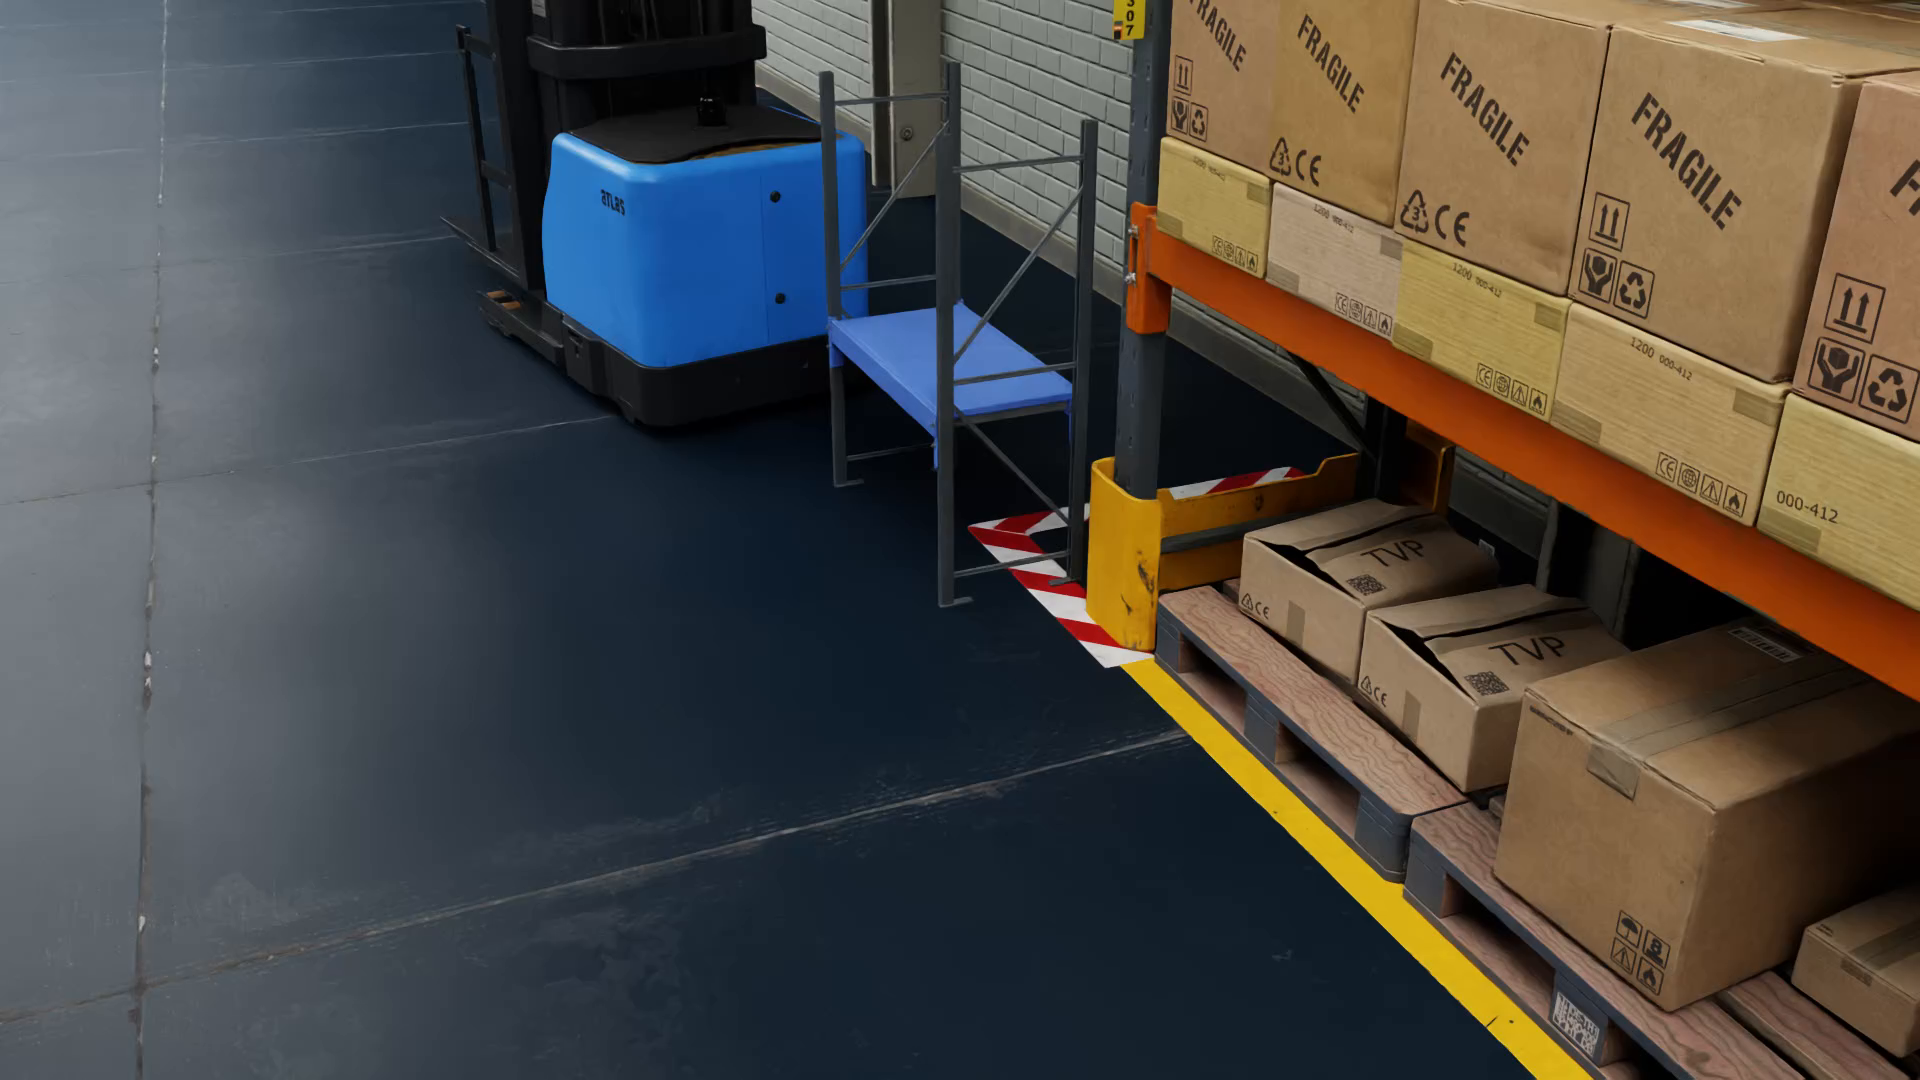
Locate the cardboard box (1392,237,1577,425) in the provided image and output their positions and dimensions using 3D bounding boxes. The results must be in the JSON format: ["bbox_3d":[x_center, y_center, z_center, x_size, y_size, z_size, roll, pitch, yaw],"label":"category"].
[{"bbox_3d":[1.265,-0.477,3.456,0.500,0.250,0.500,-11,28,-21],"label":"cardboard box"}]

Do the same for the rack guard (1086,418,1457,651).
[{"bbox_3d":[0.986,-0.047,5.276,1.175,0.500,0.348,-11,28,-21],"label":"rack guard"}]

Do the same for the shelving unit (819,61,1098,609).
[{"bbox_3d":[-0.033,-0.708,5.492,0.538,1.500,1.048,-11,28,-21],"label":"shelving unit"}]

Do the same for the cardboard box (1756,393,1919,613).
[{"bbox_3d":[1.659,-0.069,2.621,0.500,0.250,0.500,-11,28,-21],"label":"cardboard box"}]

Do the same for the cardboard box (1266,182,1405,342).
[{"bbox_3d":[1.071,-0.683,3.879,0.500,0.250,0.500,-11,28,-22],"label":"cardboard box"}]

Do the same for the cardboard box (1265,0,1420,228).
[{"bbox_3d":[1.051,-1.033,3.741,0.500,0.500,0.500,-10,28,-20],"label":"cardboard box"}]

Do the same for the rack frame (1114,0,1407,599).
[{"bbox_3d":[0.956,-1.200,4.790,1.000,3.000,0.127,-11,28,-21],"label":"rack frame"}]

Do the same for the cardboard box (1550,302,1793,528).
[{"bbox_3d":[1.461,-0.272,3.037,0.500,0.250,0.500,-10,28,-20],"label":"cardboard box"}]

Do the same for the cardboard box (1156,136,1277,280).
[{"bbox_3d":[0.855,-0.891,4.303,0.500,0.250,0.500,-11,28,-22],"label":"cardboard box"}]

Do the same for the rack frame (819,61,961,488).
[{"bbox_3d":[-0.233,-0.914,5.912,0.500,1.500,0.032,-11,28,-21],"label":"rack frame"}]

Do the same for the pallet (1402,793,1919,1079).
[{"bbox_3d":[1.745,0.909,3.648,1.003,0.211,1.213,-11,28,-21],"label":"pallet"}]

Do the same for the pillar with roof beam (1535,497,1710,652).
[{"bbox_3d":[-1.935,-3.023,1.684,9.100,9.000,0.400,-11,28,-21],"label":"pillar with roof beam"}]

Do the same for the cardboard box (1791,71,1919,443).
[{"bbox_3d":[1.665,-0.408,2.459,0.500,0.500,0.500,-11,28,-22],"label":"cardboard box"}]

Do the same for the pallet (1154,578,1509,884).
[{"bbox_3d":[1.271,0.417,4.655,1.003,0.211,1.213,-11,28,-21],"label":"pallet"}]

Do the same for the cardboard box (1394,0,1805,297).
[{"bbox_3d":[1.247,-0.824,3.312,0.500,0.500,0.500,-12,28,-22],"label":"cardboard box"}]

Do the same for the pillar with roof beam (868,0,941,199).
[{"bbox_3d":[-4.285,-5.445,6.645,9.100,9.000,0.400,-11,28,-21],"label":"pillar with roof beam"}]

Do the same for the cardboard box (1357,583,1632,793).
[{"bbox_3d":[1.367,0.335,4.208,0.500,0.311,0.500,-8,27,-16],"label":"cardboard box"}]

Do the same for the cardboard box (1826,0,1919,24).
[{"bbox_3d":[1.928,-0.709,3.077,0.500,0.500,0.500,-10,28,-20],"label":"cardboard box"}]

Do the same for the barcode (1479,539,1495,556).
[{"bbox_3d":[1.519,0.039,4.803,0.001,0.075,0.075,-11,28,-21],"label":"barcode"}]

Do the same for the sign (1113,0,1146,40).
[{"bbox_3d":[0.457,-1.496,4.409,0.100,0.325,0.005,-11,28,-21],"label":"sign"}]

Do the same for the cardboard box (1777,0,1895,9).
[{"bbox_3d":[1.731,-0.912,3.493,0.500,0.500,0.500,-11,28,-22],"label":"cardboard box"}]

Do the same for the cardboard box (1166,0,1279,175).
[{"bbox_3d":[0.866,-1.235,4.153,0.500,0.500,0.500,-11,28,-21],"label":"cardboard box"}]

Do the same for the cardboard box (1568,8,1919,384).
[{"bbox_3d":[1.460,-0.617,2.889,0.500,0.500,0.500,-10,28,-19],"label":"cardboard box"}]

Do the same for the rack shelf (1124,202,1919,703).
[{"bbox_3d":[1.739,-0.070,3.294,1.077,0.370,4.000,-11,28,-21],"label":"rack shelf"}]

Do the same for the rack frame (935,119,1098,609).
[{"bbox_3d":[0.166,-0.503,5.071,0.500,1.500,0.032,-11,28,-21],"label":"rack frame"}]

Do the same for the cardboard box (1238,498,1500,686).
[{"bbox_3d":[1.144,0.105,4.680,0.500,0.311,0.500,-14,29,-26],"label":"cardboard box"}]

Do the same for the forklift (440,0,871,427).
[{"bbox_3d":[-1.603,-2.354,7.232,1.130,2.935,3.031,-17,31,-30],"label":"forklift"}]

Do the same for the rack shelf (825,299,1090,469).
[{"bbox_3d":[-0.033,-0.547,5.570,0.538,0.185,1.000,-11,28,-21],"label":"rack shelf"}]

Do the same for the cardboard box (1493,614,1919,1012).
[{"bbox_3d":[1.609,0.555,3.543,0.700,0.500,0.500,-12,29,-24],"label":"cardboard box"}]

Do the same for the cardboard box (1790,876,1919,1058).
[{"bbox_3d":[1.914,0.849,3.341,0.380,0.149,0.250,-13,29,-25],"label":"cardboard box"}]
